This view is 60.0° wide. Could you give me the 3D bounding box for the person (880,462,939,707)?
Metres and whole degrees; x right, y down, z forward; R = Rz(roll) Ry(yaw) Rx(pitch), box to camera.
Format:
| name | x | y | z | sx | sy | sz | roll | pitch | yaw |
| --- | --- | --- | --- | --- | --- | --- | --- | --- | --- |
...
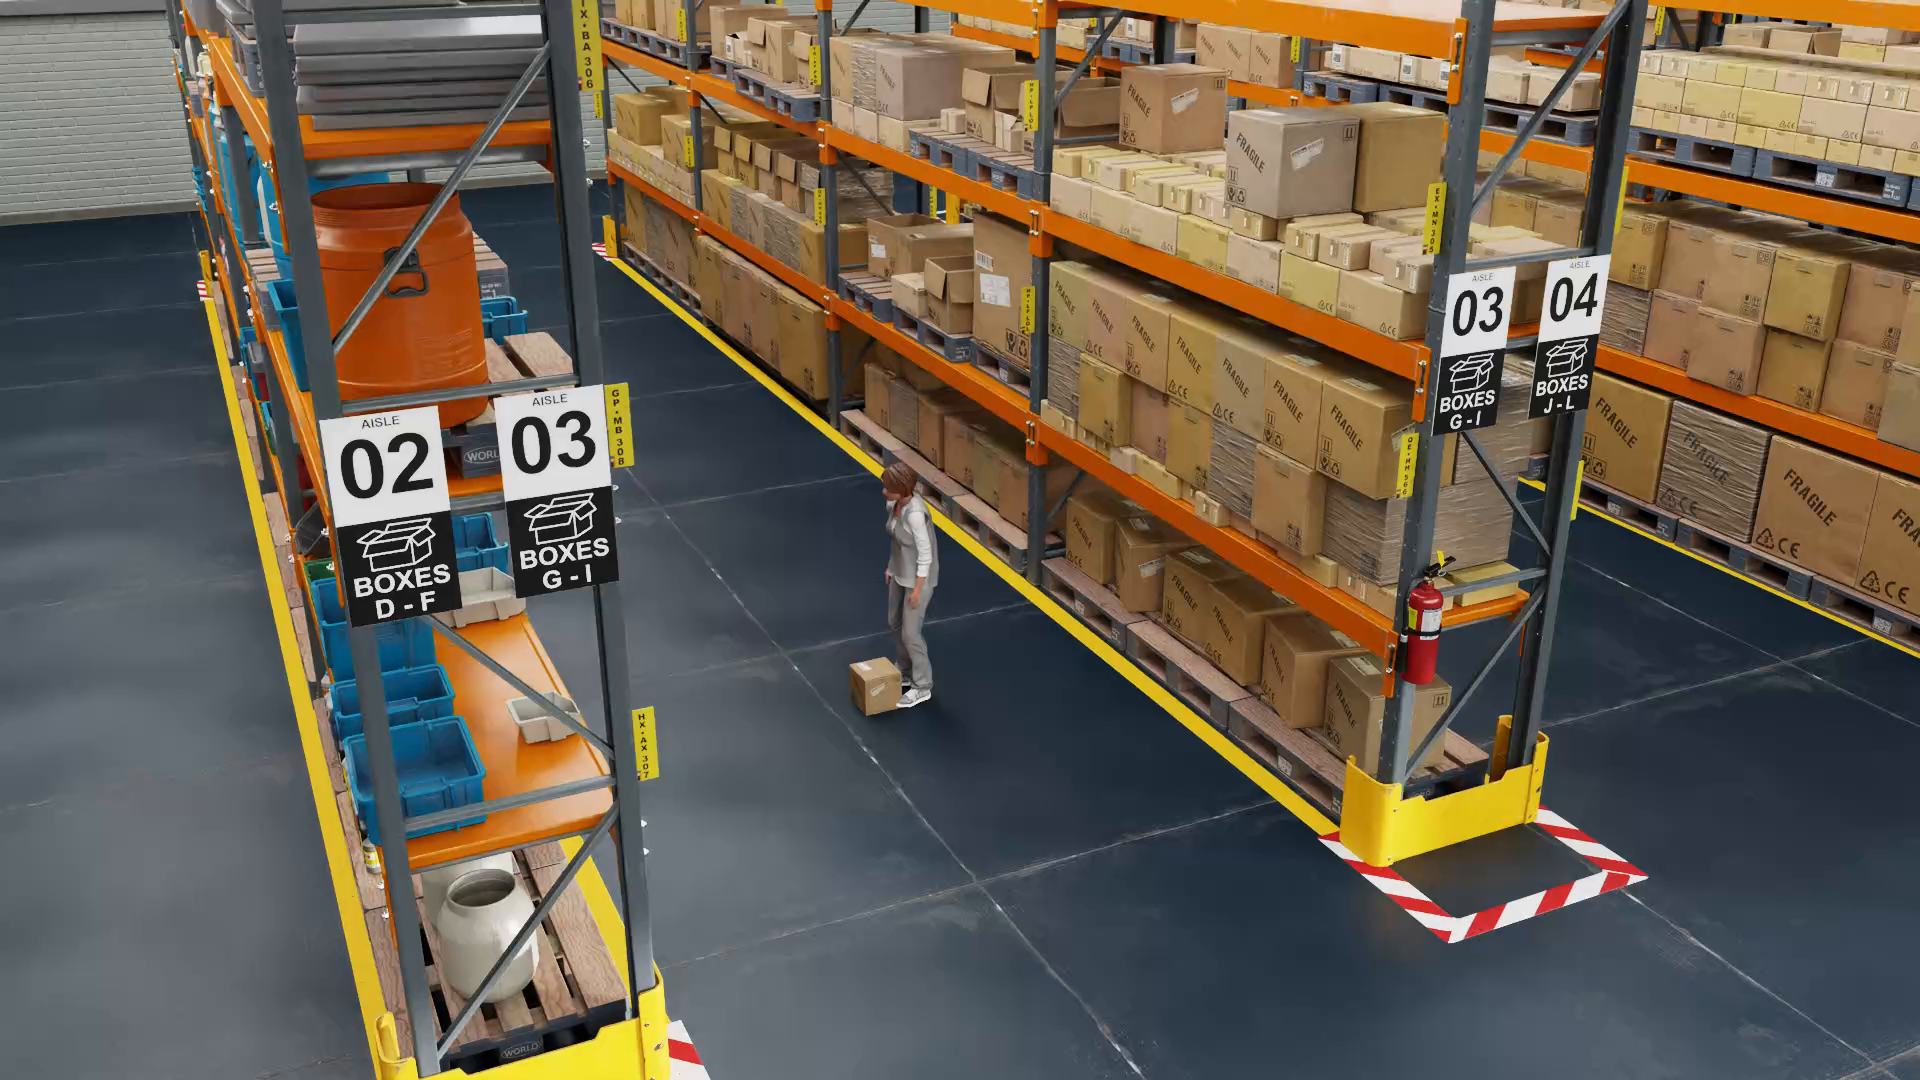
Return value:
| name | x | y | z | sx | sy | sz | roll | pitch | yaw |
| --- | --- | --- | --- | --- | --- | --- | --- | --- | --- |
| person | -4.336 | -5.012 | 17.345 | 24.908 | 6.000 | 19.197 | -10 | 25 | -24 |
